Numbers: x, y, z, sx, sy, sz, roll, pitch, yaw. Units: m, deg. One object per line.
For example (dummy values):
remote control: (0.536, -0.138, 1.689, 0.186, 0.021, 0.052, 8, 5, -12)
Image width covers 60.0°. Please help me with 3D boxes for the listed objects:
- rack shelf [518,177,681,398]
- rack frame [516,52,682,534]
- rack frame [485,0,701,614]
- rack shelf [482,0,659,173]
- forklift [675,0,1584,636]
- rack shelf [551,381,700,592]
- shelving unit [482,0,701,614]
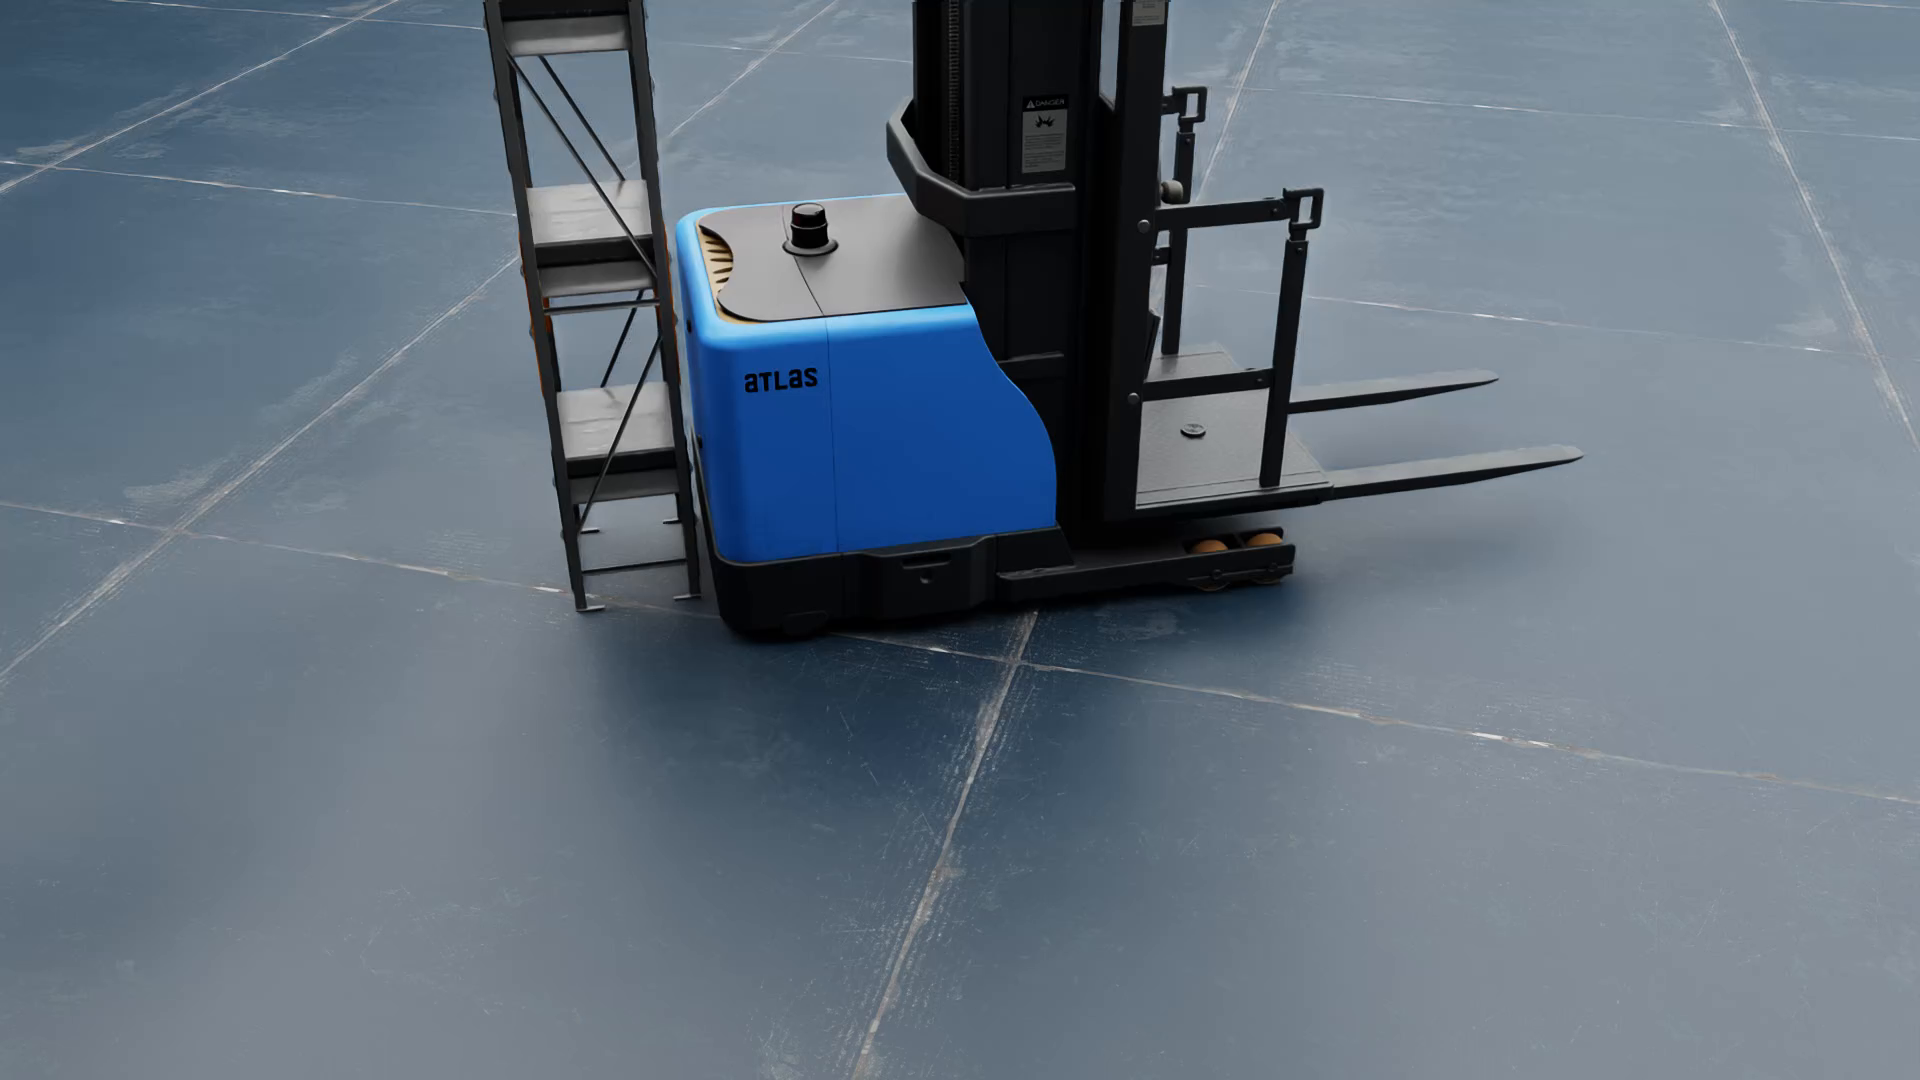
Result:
rack shelf: (-1.099, -0.792, 5.064, 0.431, 0.518, 0.480, -7, 33, -11)
rack frame: (-1.153, -0.931, 5.257, 0.400, 2.100, 0.015, -7, 33, -11)
rack frame: (-1.045, -0.676, 4.855, 0.400, 2.100, 0.015, -7, 33, -11)
rack shelf: (-1.099, -1.382, 4.688, 0.431, 0.518, 0.480, -7, 33, -11)
forklift: (0.629, -1.338, 5.123, 3.031, 2.935, 1.130, -7, 33, -11)
rack shelf: (-1.099, -0.201, 5.439, 0.431, 0.518, 0.480, -7, 33, -11)
shelving unit: (-1.099, -0.803, 5.056, 0.431, 2.100, 0.503, -7, 33, -11)
